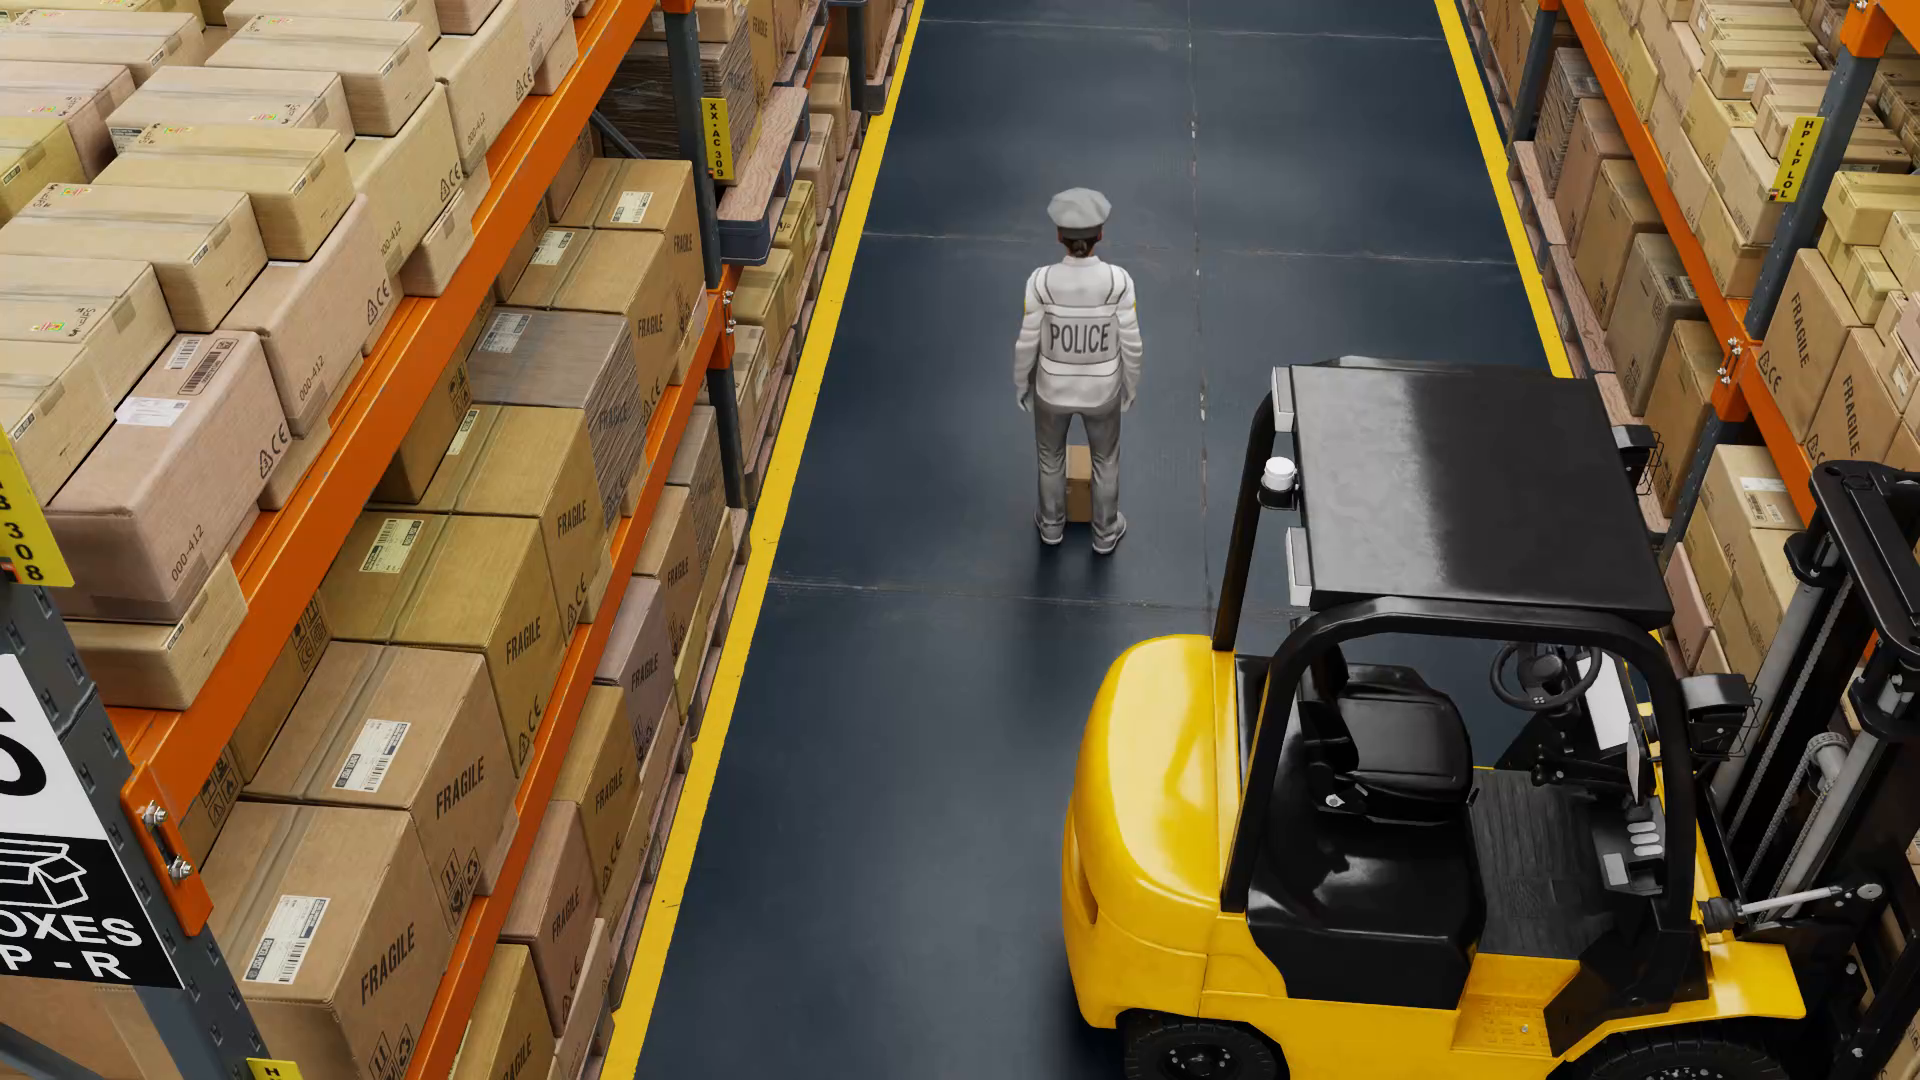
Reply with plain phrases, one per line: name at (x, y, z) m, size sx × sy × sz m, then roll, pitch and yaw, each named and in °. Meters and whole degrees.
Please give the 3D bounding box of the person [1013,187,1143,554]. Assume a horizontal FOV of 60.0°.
person at (0.483, -0.651, 6.922) m, size 0.526 × 1.662 × 0.414 m, roll 2°, pitch 40°, yaw 2°
